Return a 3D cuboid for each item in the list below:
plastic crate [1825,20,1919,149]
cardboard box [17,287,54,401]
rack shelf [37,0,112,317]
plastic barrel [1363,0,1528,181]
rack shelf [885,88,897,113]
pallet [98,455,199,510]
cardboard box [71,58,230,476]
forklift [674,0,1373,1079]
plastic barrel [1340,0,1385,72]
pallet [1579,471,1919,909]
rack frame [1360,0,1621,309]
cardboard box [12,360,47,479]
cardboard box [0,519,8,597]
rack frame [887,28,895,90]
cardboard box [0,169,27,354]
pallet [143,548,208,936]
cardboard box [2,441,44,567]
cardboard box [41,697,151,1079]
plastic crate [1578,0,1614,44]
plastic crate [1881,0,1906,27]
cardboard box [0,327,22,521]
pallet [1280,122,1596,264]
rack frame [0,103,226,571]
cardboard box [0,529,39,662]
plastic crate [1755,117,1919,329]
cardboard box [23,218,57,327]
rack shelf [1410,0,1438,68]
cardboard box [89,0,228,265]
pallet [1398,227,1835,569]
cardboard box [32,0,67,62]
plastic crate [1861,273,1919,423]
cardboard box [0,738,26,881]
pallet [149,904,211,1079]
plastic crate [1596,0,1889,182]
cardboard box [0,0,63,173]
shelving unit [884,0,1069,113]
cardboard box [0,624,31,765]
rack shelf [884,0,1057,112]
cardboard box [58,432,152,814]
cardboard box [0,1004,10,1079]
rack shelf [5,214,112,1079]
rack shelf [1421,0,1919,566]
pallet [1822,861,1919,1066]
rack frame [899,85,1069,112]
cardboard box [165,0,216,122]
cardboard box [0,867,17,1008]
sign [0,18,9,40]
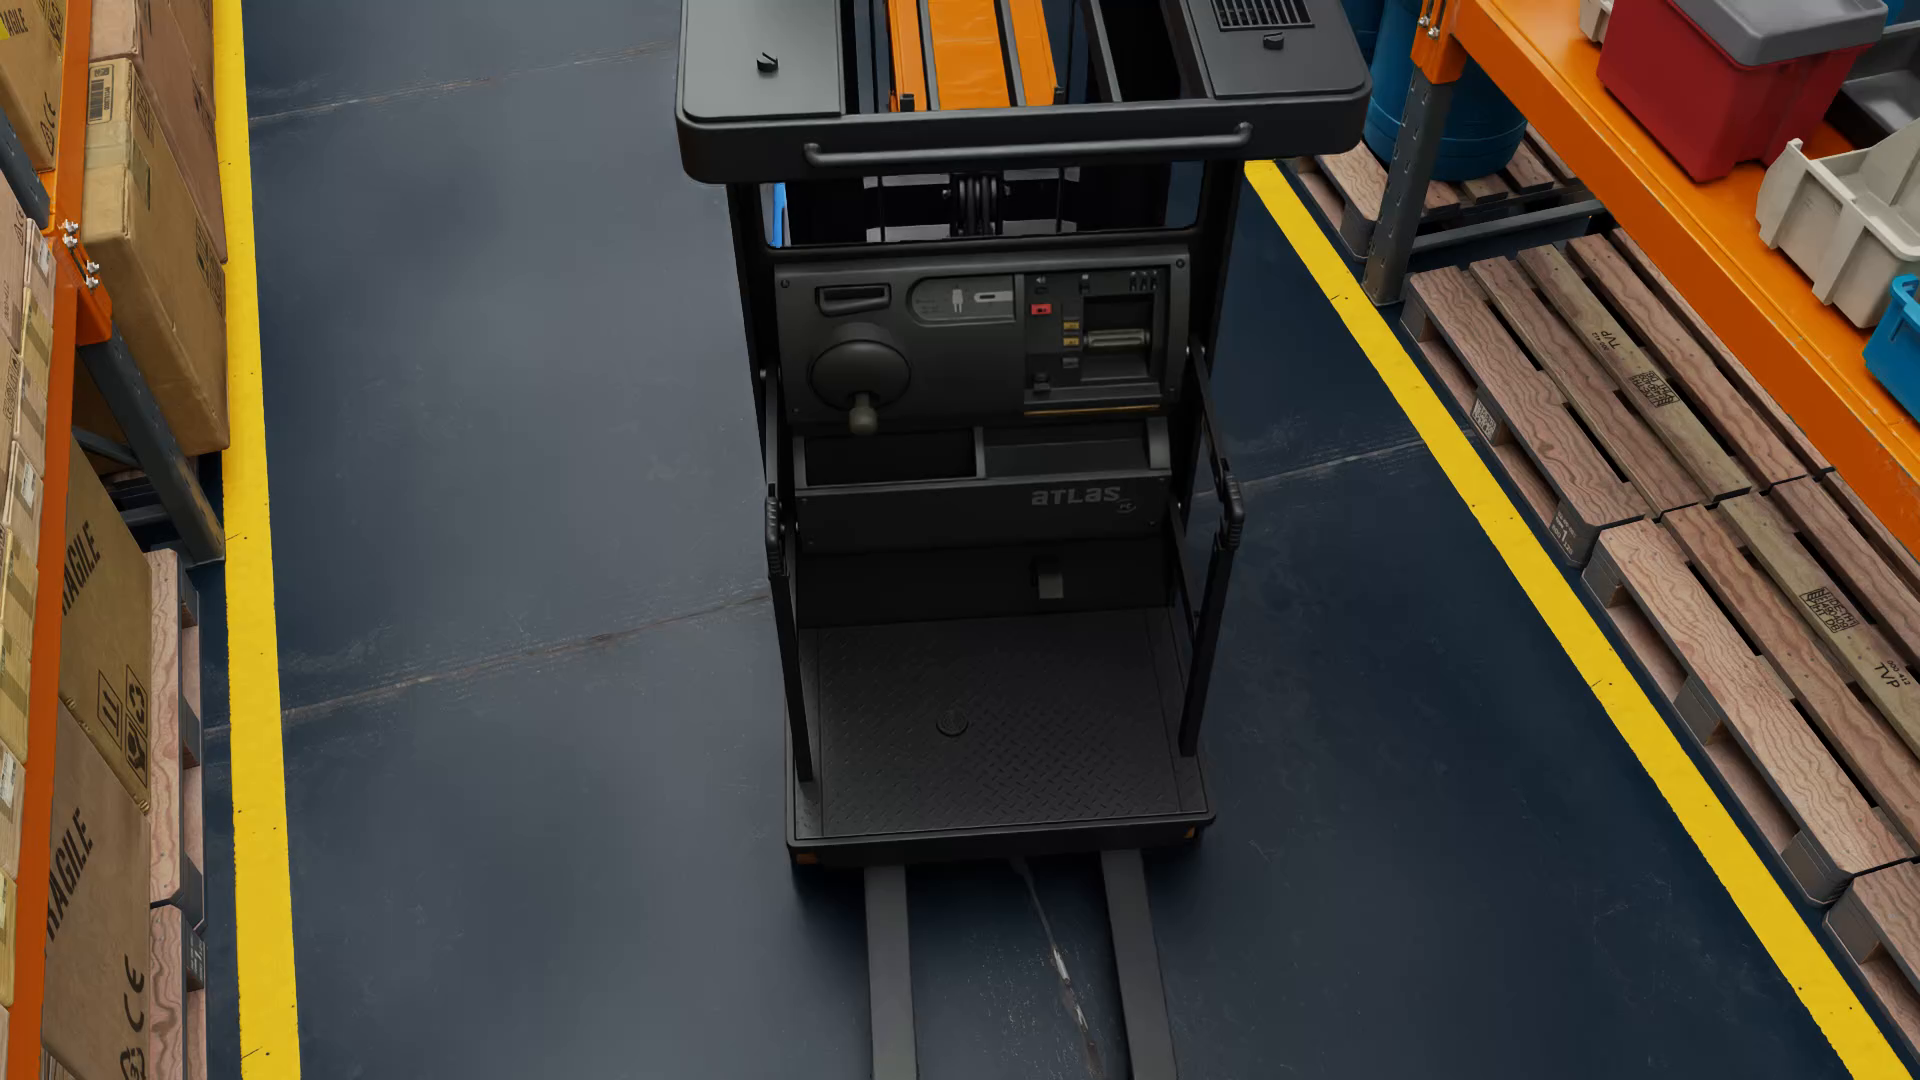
[{"bbox_3d":[2.532,-1.124,4.377,0.437,0.125,0.590,-13,51,-11],"label":"plastic crate"},{"bbox_3d":[-2.307,-0.413,3.800,0.380,0.149,0.250,-12,51,-10],"label":"cardboard box"},{"bbox_3d":[-3.378,-2.059,5.495,1.077,0.370,4.000,-13,51,-11],"label":"rack shelf"},{"bbox_3d":[1.800,-1.811,5.912,0.600,0.901,0.708,-13,51,-11],"label":"plastic barrel"},{"bbox_3d":[0.033,-1.186,5.834,0.538,0.278,1.000,-3,50,-3],"label":"rack shelf"},{"bbox_3d":[-3.087,-0.478,5.515,1.003,0.211,1.213,-13,51,-11],"label":"pallet"},{"bbox_3d":[-2.995,-0.744,5.030,1.225,0.875,0.875,-13,51,-11],"label":"cardboard box"},{"bbox_3d":[0.073,-0.344,3.623,1.130,2.935,3.031,-3,50,-3],"label":"forklift"},{"bbox_3d":[1.590,-2.328,6.348,0.600,0.901,0.708,-13,51,-11],"label":"plastic barrel"},{"bbox_3d":[2.563,0.369,4.801,1.003,0.211,1.213,-13,51,-11],"label":"pallet"},{"bbox_3d":[1.944,-1.950,4.932,1.000,3.000,0.127,-13,51,-11],"label":"rack frame"},{"bbox_3d":[-2.232,-0.225,3.642,0.380,0.149,0.250,-14,51,-12],"label":"cardboard box"},{"bbox_3d":[-2.099,0.135,3.078,0.500,0.250,0.500,-12,51,-10],"label":"cardboard box"},{"bbox_3d":[-0.006,-1.731,5.974,0.500,1.125,0.032,-3,50,-3],"label":"rack frame"},{"bbox_3d":[-2.406,-0.615,3.710,0.500,0.250,0.500,-14,51,-12],"label":"cardboard box"},{"bbox_3d":[-2.637,0.641,4.571,1.003,0.211,1.213,-13,51,-11],"label":"pallet"},{"bbox_3d":[-2.156,-0.038,3.484,0.380,0.149,0.250,-12,51,-10],"label":"cardboard box"},{"bbox_3d":[-2.402,0.876,3.664,0.875,0.875,0.875,-13,51,-11],"label":"cardboard box"},{"bbox_3d":[1.946,-1.512,4.696,0.396,0.136,0.243,-13,51,-11],"label":"plastic crate"},{"bbox_3d":[2.408,-1.701,4.693,0.392,0.384,0.575,-13,51,-11],"label":"plastic crate"},{"bbox_3d":[-2.250,-0.237,3.392,0.500,0.250,0.500,-12,51,-10],"label":"cardboard box"},{"bbox_3d":[1.756,-1.625,6.481,1.003,0.211,1.213,-13,51,-11],"label":"pallet"},{"bbox_3d":[-2.787,-0.830,3.988,1.000,3.000,0.127,-13,51,-11],"label":"rack frame"},{"bbox_3d":[-2.079,0.151,3.325,0.380,0.149,0.250,-12,51,-10],"label":"cardboard box"},{"bbox_3d":[2.220,-0.775,3.979,0.437,0.282,0.530,-13,51,-11],"label":"plastic crate"},{"bbox_3d":[-2.384,-0.601,3.959,0.380,0.149,0.250,-13,51,-11],"label":"cardboard box"},{"bbox_3d":[1.353,-3.179,6.439,1.077,0.370,4.000,-13,51,-11],"label":"rack shelf"},{"bbox_3d":[-3.260,-1.396,5.580,1.225,0.875,0.875,-15,51,-12],"label":"cardboard box"},{"bbox_3d":[2.199,-0.523,5.553,1.003,0.211,1.213,-13,51,-11],"label":"pallet"},{"bbox_3d":[-2.834,-1.622,4.590,0.500,0.500,0.500,-13,51,-11],"label":"cardboard box"},{"bbox_3d":[2.275,-0.436,3.726,0.416,0.233,0.300,-13,51,-11],"label":"plastic crate"},{"bbox_3d":[-1.929,0.524,3.011,0.380,0.149,0.250,-13,51,-10],"label":"cardboard box"},{"bbox_3d":[-2.272,1.534,3.819,1.003,0.211,1.213,-13,51,-11],"label":"pallet"},{"bbox_3d":[1.969,-1.281,4.287,0.402,0.464,0.583,-13,51,-11],"label":"plastic crate"},{"bbox_3d":[-2.684,-1.255,4.281,0.500,0.500,0.500,-13,51,-11],"label":"cardboard box"},{"bbox_3d":[0.033,-1.344,5.647,0.538,1.125,1.048,-3,50,-3],"label":"shelving unit"},{"bbox_3d":[-2.003,0.338,3.168,0.380,0.149,0.250,-14,51,-12],"label":"cardboard box"},{"bbox_3d":[0.033,-1.533,5.423,0.538,0.278,1.000,-3,50,-3],"label":"rack shelf"},{"bbox_3d":[-2.668,0.219,4.218,0.875,0.875,0.875,-13,51,-11],"label":"cardboard box"},{"bbox_3d":[-1.776,0.900,2.694,0.380,0.149,0.250,-14,51,-11],"label":"cardboard box"},{"bbox_3d":[-2.195,0.862,3.032,1.077,0.370,4.000,-13,51,-11],"label":"rack shelf"},{"bbox_3d":[2.536,-0.258,3.976,1.077,0.370,4.000,-13,51,-11],"label":"rack shelf"},{"bbox_3d":[2.921,1.259,4.051,1.003,0.211,1.213,-13,51,-11],"label":"pallet"},{"bbox_3d":[0.072,-0.956,5.321,0.500,1.125,0.032,-3,50,-3],"label":"rack frame"},{"bbox_3d":[-3.529,-2.041,6.124,1.225,0.875,0.875,-13,51,-11],"label":"cardboard box"},{"bbox_3d":[-1.850,0.715,2.850,0.380,0.149,0.250,-14,51,-12],"label":"cardboard box"},{"bbox_3d":[-2.257,-1.262,3.734,0.100,0.325,0.005,-13,51,-11],"label":"sign"}]
